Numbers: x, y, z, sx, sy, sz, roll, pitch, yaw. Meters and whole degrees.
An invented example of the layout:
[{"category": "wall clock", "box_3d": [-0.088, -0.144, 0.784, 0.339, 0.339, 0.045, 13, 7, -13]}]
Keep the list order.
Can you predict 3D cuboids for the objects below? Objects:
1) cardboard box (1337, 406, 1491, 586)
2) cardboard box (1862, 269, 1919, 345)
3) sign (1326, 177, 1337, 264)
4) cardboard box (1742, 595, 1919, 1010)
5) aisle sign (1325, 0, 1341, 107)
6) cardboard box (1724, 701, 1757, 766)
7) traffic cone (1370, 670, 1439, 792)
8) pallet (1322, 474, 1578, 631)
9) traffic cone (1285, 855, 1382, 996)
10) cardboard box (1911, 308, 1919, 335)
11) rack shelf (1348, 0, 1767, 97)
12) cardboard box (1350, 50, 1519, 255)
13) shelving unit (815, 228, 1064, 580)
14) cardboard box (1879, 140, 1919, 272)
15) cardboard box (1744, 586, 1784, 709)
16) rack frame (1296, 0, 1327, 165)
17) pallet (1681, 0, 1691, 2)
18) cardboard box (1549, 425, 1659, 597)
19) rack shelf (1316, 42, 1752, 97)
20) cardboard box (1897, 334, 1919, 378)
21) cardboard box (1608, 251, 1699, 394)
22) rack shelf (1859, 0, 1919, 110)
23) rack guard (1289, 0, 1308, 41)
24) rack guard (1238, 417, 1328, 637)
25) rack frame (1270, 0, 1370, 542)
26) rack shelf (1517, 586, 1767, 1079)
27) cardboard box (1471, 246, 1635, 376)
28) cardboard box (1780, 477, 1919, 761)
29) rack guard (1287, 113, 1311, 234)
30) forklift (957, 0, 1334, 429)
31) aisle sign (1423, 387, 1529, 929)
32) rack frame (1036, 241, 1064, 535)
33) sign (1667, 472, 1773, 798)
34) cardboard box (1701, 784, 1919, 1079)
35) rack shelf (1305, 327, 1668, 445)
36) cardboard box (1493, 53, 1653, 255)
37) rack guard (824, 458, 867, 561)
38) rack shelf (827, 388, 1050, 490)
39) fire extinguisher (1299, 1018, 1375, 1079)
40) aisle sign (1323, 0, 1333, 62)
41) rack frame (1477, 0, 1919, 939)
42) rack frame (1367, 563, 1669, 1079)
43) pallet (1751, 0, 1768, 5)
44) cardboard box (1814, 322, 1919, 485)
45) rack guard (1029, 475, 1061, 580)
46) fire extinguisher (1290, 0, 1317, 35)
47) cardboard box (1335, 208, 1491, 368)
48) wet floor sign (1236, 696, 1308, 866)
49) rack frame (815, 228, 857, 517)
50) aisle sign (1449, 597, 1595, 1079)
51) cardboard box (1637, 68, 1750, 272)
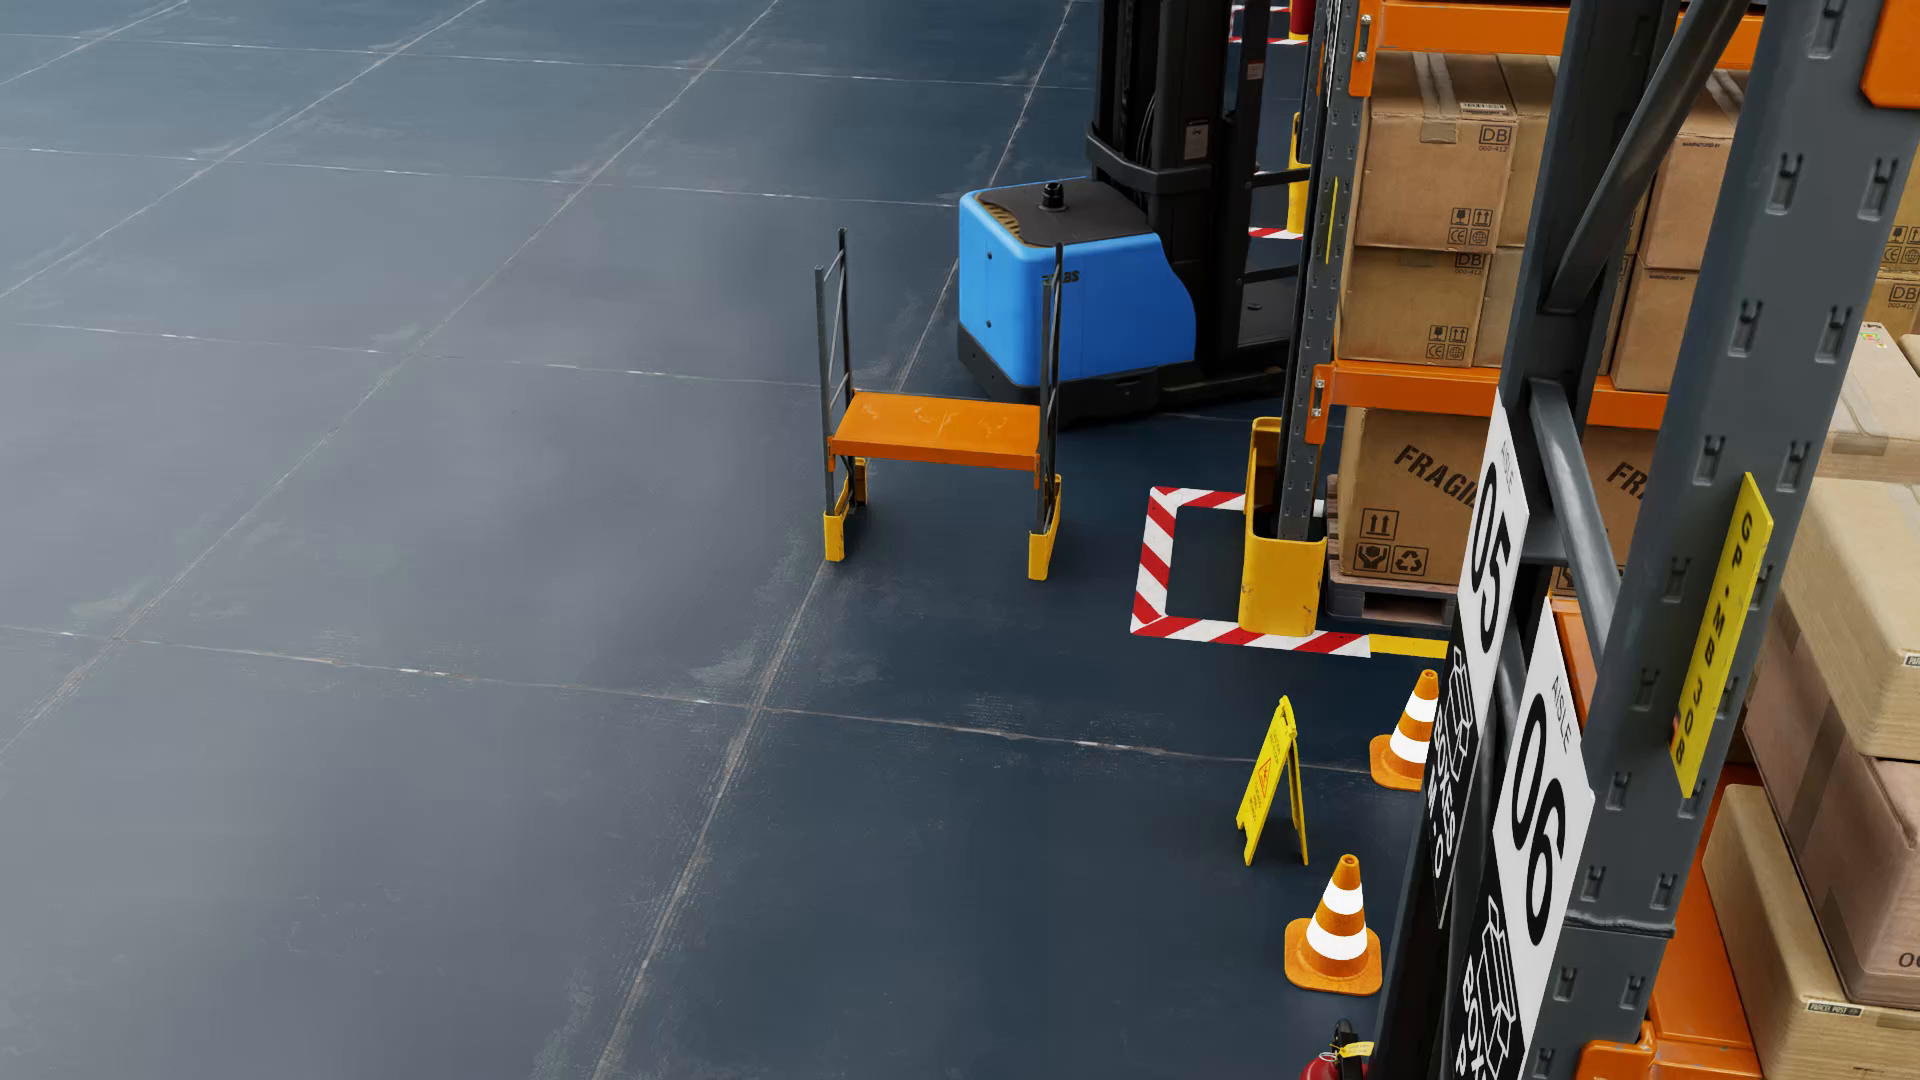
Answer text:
[{"category": "cardboard box", "box_3d": [2.239, -0.395, 7.660, 0.875, 0.875, 0.875, 5, 32, 8]}, {"category": "cardboard box", "box_3d": [3.539, -1.019, 6.909, 0.500, 0.550, 0.875, 5, 32, 8]}, {"category": "sign", "box_3d": [1.460, -1.254, 6.536, 0.005, 0.325, 0.100, 5, 32, 8]}, {"category": "cardboard box", "box_3d": [1.277, 0.305, 1.970, 0.500, 0.250, 0.500, 5, 32, 7]}, {"category": "aisle sign", "box_3d": [1.439, -2.095, 6.319, 0.004, 0.787, 0.394, 5, 32, 8]}, {"category": "cardboard box", "box_3d": [1.225, 0.175, 2.553, 0.250, 0.149, 0.380, 5, 32, 8]}, {"category": "traffic cone", "box_3d": [1.844, 0.722, 6.660, 0.334, 0.463, 0.336, 5, 32, 8]}, {"category": "pallet", "box_3d": [2.361, 0.069, 7.941, 1.213, 0.211, 1.003, 5, 32, 8]}, {"category": "traffic cone", "box_3d": [1.319, 1.283, 5.765, 0.334, 0.463, 0.336, 5, 32, 8]}, {"category": "cardboard box", "box_3d": [4.079, -1.024, 6.917, 0.550, 0.550, 0.875, 5, 32, 8]}, {"category": "rack shelf", "box_3d": [3.531, -1.931, 6.359, 4.000, 0.370, 1.077, 5, 32, 8]}, {"category": "cardboard box", "box_3d": [1.919, -1.611, 6.838, 0.550, 0.550, 0.875, 5, 32, 8]}, {"category": "shelving unit", "box_3d": [-0.075, -0.643, 7.863, 1.083, 1.500, 0.587, 5, 32, 8]}, {"category": "cardboard box", "box_3d": [3.550, -1.510, 6.676, 0.500, 0.550, 0.875, 5, 32, 8]}, {"category": "cardboard box", "box_3d": [1.376, 0.025, 2.416, 0.500, 0.250, 0.500, 5, 32, 8]}, {"category": "rack frame", "box_3d": [2.494, -3.728, 11.379, 0.127, 3.000, 1.000, 5, 32, 8]}, {"category": "pallet", "box_3d": [2.293, -2.317, 6.380, 1.213, 0.211, 1.003, 5, 32, 8]}, {"category": "cardboard box", "box_3d": [3.107, -0.317, 7.537, 0.875, 0.875, 0.875, 5, 32, 7]}, {"category": "rack shelf", "box_3d": [4.465, -3.245, 11.285, 4.000, 0.370, 1.077, 5, 32, 8]}, {"category": "cardboard box", "box_3d": [1.457, -0.130, 2.288, 0.250, 0.149, 0.380, 6, 32, 9]}, {"category": "cardboard box", "box_3d": [3.010, -1.044, 6.950, 0.550, 0.550, 0.875, 5, 32, 8]}, {"category": "rack shelf", "box_3d": [2.798, -0.604, 1.414, 4.000, 0.370, 1.077, 5, 32, 8]}, {"category": "rack guard", "box_3d": [3.410, -5.277, 16.210, 0.348, 0.500, 1.175, 5, 32, 8]}, {"category": "rack guard", "box_3d": [1.536, -0.086, 7.916, 0.348, 0.500, 1.175, 5, 32, 8]}, {"category": "rack frame", "box_3d": [1.560, -1.143, 7.250, 0.127, 3.000, 1.000, 5, 32, 8]}, {"category": "rack shelf", "box_3d": [2.798, 0.667, 2.209, 4.000, 0.370, 1.077, 5, 32, 8]}, {"category": "cardboard box", "box_3d": [2.479, -1.160, 7.134, 0.550, 0.550, 0.875, 5, 32, 8]}, {"category": "cardboard box", "box_3d": [1.143, 0.090, 1.937, 0.250, 0.149, 0.380, 5, 32, 8]}, {"category": "rack guard", "box_3d": [2.569, -2.662, 12.032, 0.348, 0.500, 1.175, 5, 32, 8]}, {"category": "forklift", "box_3d": [1.554, -2.324, 9.200, 3.031, 2.935, 1.130, -11, 34, -17]}, {"category": "aisle sign", "box_3d": [0.814, 0.195, 2.661, 0.004, 0.787, 0.394, 5, 32, 8]}, {"category": "rack frame", "box_3d": [0.417, -0.598, 7.792, 0.032, 1.500, 0.500, 5, 32, 8]}, {"category": "sign", "box_3d": [0.735, 0.096, 1.618, 0.005, 0.325, 0.100, 5, 32, 8]}, {"category": "cardboard box", "box_3d": [1.099, 0.489, 2.051, 0.250, 0.149, 0.380, 5, 32, 8]}, {"category": "rack shelf", "box_3d": [3.531, -0.660, 7.155, 4.000, 0.370, 1.077, 5, 32, 8]}, {"category": "cardboard box", "box_3d": [2.477, -1.610, 6.837, 0.550, 0.550, 0.875, 5, 32, 8]}, {"category": "rack guard", "box_3d": [-0.566, -0.157, 8.266, 0.087, 0.250, 0.587, 5, 32, 8]}, {"category": "rack shelf", "box_3d": [-0.084, -0.491, 7.960, 1.000, 0.185, 0.538, 5, 32, 8]}, {"category": "fire extinguisher", "box_3d": [0.791, 1.236, 3.521, 0.183, 0.674, 0.296, 5, 32, 8]}, {"category": "aisle sign", "box_3d": [1.540, -2.409, 6.821, 0.004, 0.787, 0.394, 5, 32, 8]}, {"category": "rack frame", "box_3d": [0.827, -1.088, 1.507, 0.127, 3.000, 1.000, 5, 32, 8]}, {"category": "rack frame", "box_3d": [0.827, 1.455, 3.099, 0.127, 3.000, 1.000, 5, 32, 8]}, {"category": "pallet", "box_3d": [3.499, -2.209, 6.208, 1.213, 0.211, 1.003, 5, 32, 8]}, {"category": "cardboard box", "box_3d": [1.210, -0.173, 2.357, 0.250, 0.149, 0.380, 5, 32, 9]}, {"category": "rack guard", "box_3d": [0.416, -0.068, 8.124, 0.087, 0.250, 0.587, 5, 32, 8]}, {"category": "fire extinguisher", "box_3d": [2.458, -3.947, 11.801, 0.183, 0.674, 0.296, 5, 32, 8]}, {"category": "cardboard box", "box_3d": [1.933, -1.198, 7.195, 0.550, 0.550, 0.875, 5, 32, 8]}, {"category": "wet floor sign", "box_3d": [1.198, 0.888, 6.224, 0.232, 0.644, 0.267, 0, 32, 0]}, {"category": "rack frame", "box_3d": [-0.585, -0.689, 7.937, 0.032, 1.500, 0.500, 5, 32, 8]}, {"category": "aisle sign", "box_3d": [0.713, 0.509, 2.159, 0.004, 0.787, 0.394, 5, 32, 8]}, {"category": "cardboard box", "box_3d": [3.006, -1.489, 6.643, 0.550, 0.550, 0.875, 5, 32, 8]}]
